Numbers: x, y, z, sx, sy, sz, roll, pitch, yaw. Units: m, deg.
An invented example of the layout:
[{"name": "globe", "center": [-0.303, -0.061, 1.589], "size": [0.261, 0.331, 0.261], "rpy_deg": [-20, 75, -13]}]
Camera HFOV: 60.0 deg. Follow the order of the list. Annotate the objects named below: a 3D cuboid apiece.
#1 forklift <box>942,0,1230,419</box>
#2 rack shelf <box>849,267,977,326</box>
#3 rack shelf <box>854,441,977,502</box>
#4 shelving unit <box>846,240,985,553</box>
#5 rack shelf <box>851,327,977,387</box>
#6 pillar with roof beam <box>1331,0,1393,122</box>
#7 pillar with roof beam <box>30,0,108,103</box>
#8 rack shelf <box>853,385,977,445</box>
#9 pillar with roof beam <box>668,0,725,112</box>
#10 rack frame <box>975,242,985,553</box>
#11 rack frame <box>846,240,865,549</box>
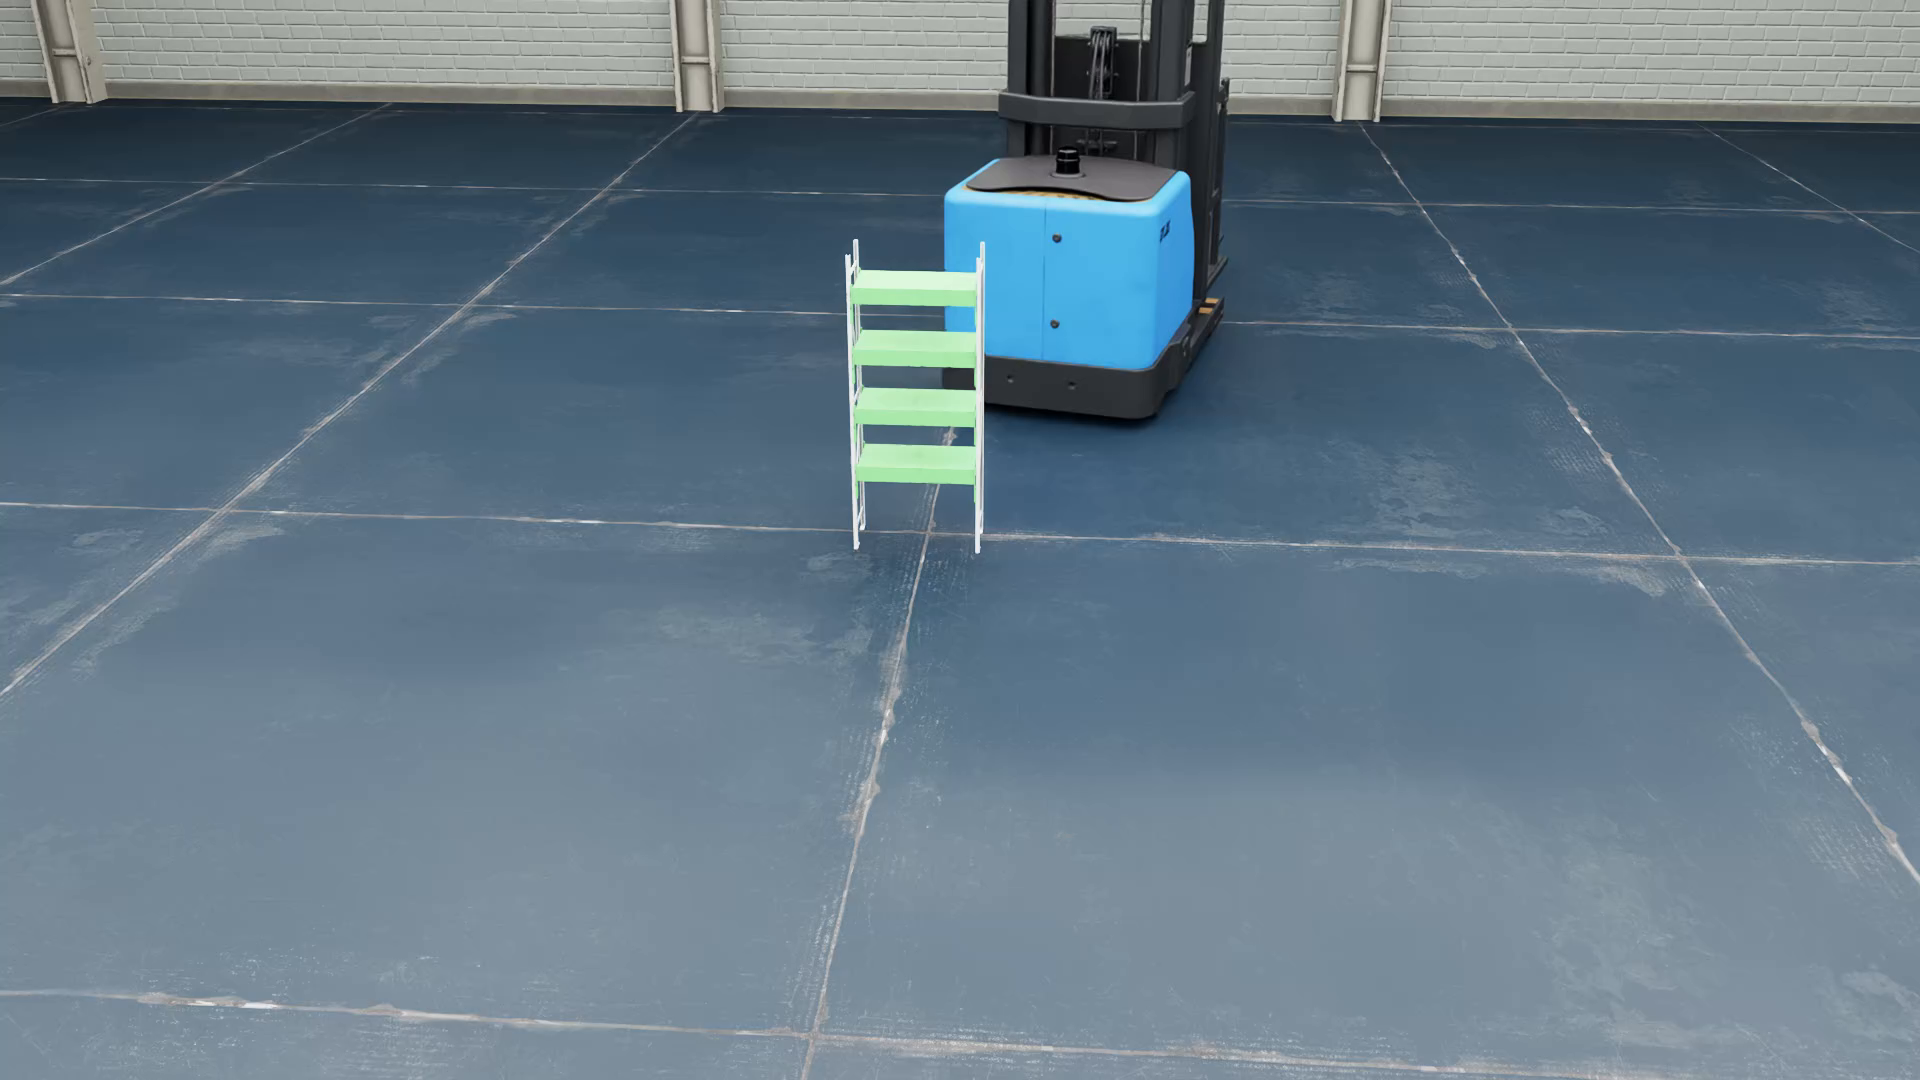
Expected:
[{"name": "forklift", "center": [0.853, -2.493, 8.661], "size": [1.130, 2.935, 3.031], "rpy_deg": [8, 26, 16]}, {"name": "rack shelf", "center": [-0.165, -0.928, 6.337], "size": [0.480, 0.148, 0.258], "rpy_deg": [2, 25, 4]}, {"name": "rack shelf", "center": [-0.165, -0.274, 6.638], "size": [0.480, 0.148, 0.258], "rpy_deg": [2, 25, 4]}, {"name": "shelving unit", "center": [-0.165, -0.550, 6.511], "size": [0.503, 1.200, 0.258], "rpy_deg": [2, 25, 4]}, {"name": "rack shelf", "center": [-0.165, -0.710, 6.437], "size": [0.480, 0.148, 0.258], "rpy_deg": [2, 25, 4]}, {"name": "pillar with roof beam", "center": [3.244, -6.109, 9.261], "size": [0.400, 9.000, 9.100], "rpy_deg": [2, 25, 4]}, {"name": "pillar with roof beam", "center": [-8.721, -6.493, 10.096], "size": [0.400, 9.000, 9.100], "rpy_deg": [2, 25, 4]}, {"name": "rack shelf", "center": [-0.165, -0.492, 6.537], "size": [0.480, 0.148, 0.258], "rpy_deg": [2, 25, 4]}, {"name": "pillar with roof beam", "center": [-2.738, -6.301, 9.679], "size": [0.400, 9.000, 9.100], "rpy_deg": [2, 25, 4]}, {"name": "rack frame", "center": [0.078, -0.543, 6.494], "size": [0.015, 1.200, 0.240], "rpy_deg": [2, 25, 4]}, {"name": "rack frame", "center": [-0.408, -0.558, 6.528], "size": [0.015, 1.200, 0.240], "rpy_deg": [2, 25, 4]}]
